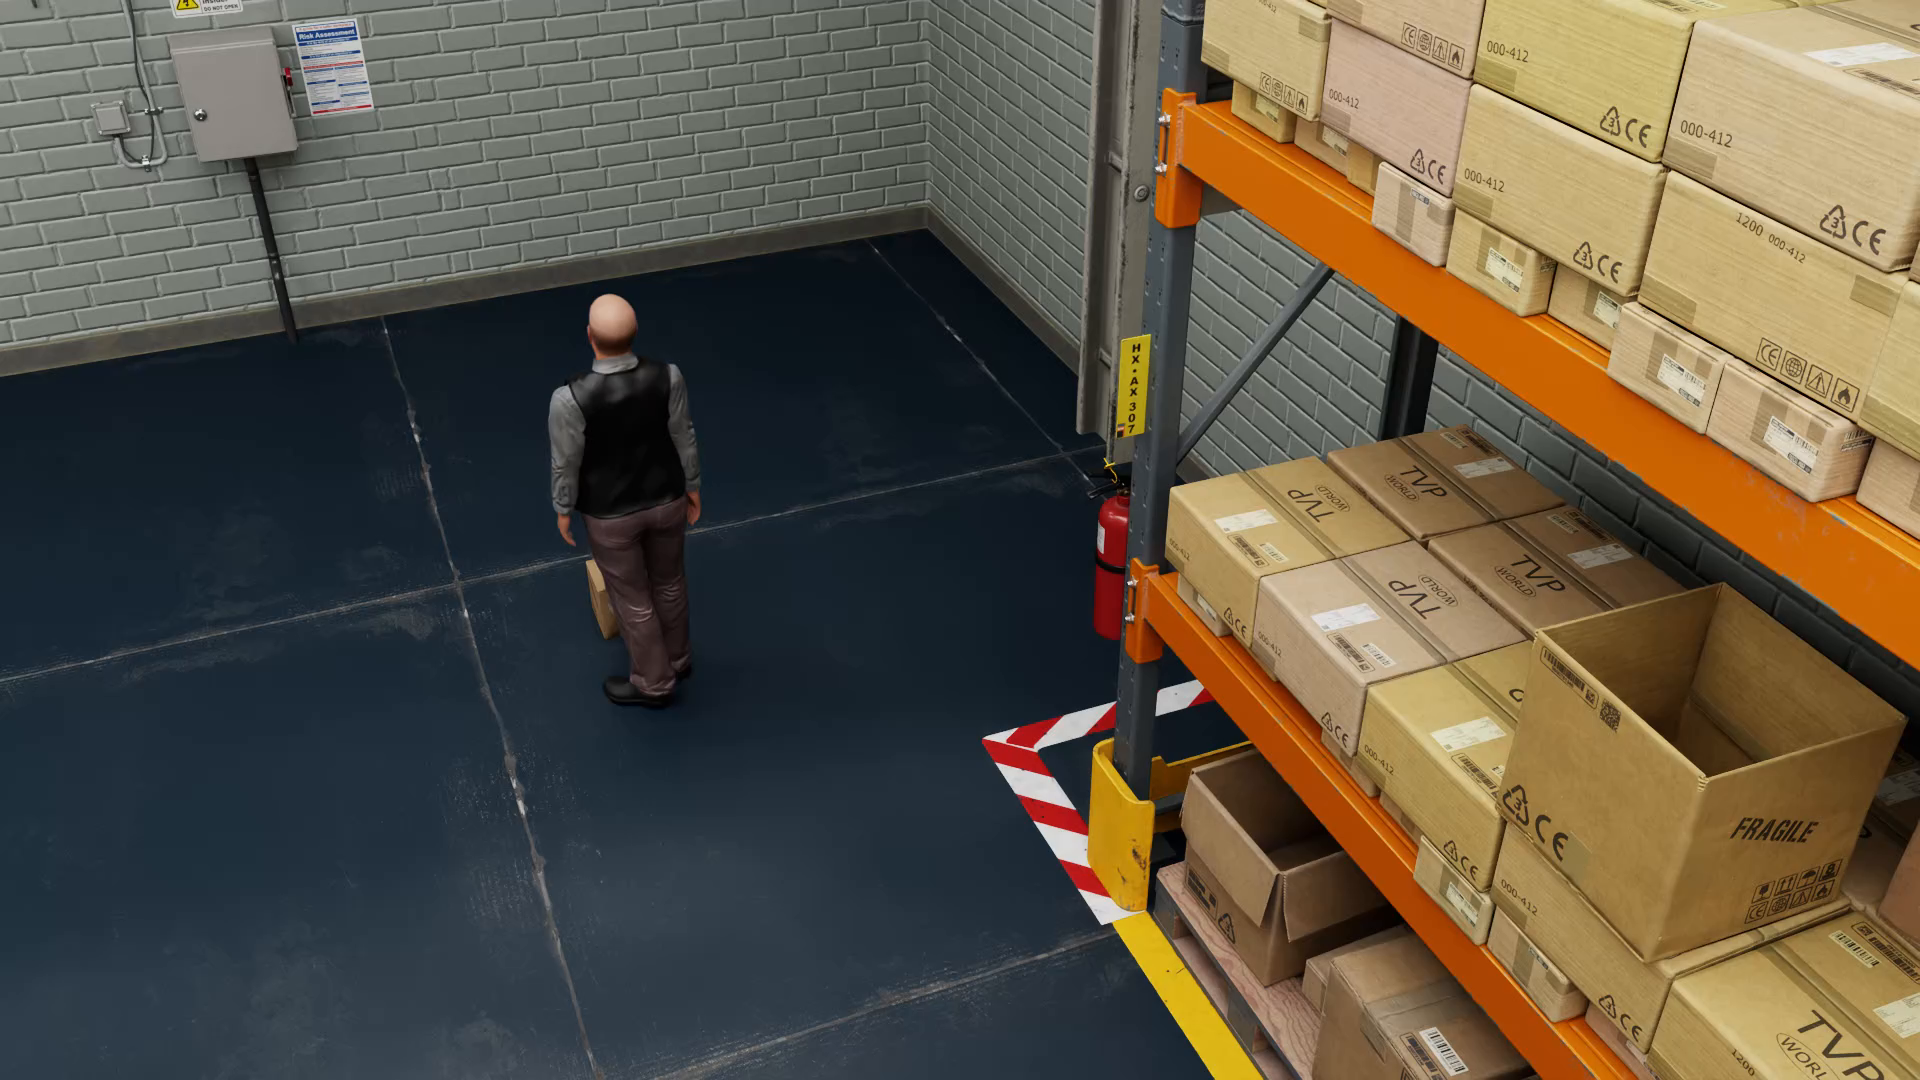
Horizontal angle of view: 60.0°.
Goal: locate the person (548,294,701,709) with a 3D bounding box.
[{"bbox_3d":[-1.276,-0.145,6.371,0.560,1.724,0.455,-18,37,-25],"label":"person"}]
